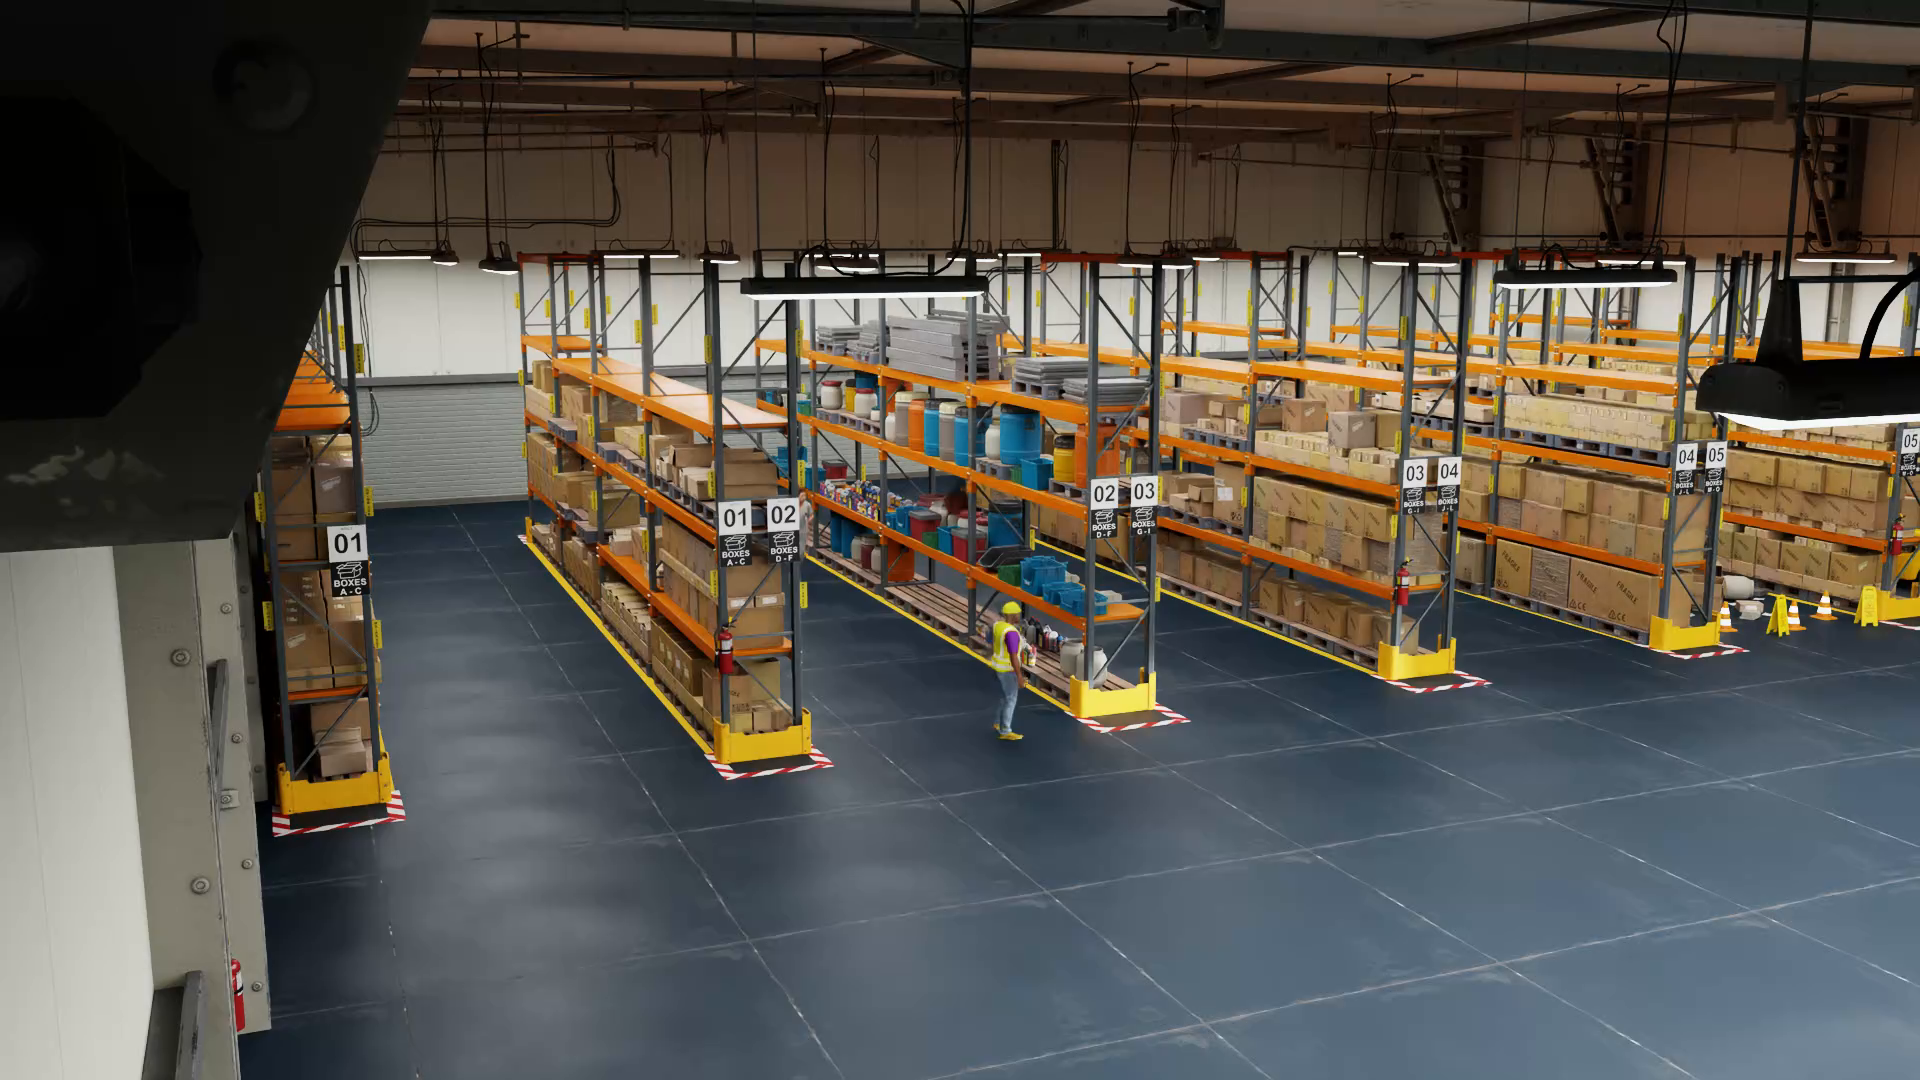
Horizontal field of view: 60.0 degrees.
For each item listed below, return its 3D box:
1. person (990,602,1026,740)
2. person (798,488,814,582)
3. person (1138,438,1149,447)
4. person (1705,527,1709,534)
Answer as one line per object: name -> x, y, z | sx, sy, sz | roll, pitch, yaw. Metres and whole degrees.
person -> 0.621, 1.675, 21.145 | 0.409, 1.802, 0.712 | -3, 11, -16
person -> -2.905, -0.120, 29.888 | 0.595, 1.681, 0.833 | -4, 11, -19
person -> 4.804, -2.524, 44.079 | 0.902, 1.692, 0.551 | -9, 14, -40
person -> 15.883, -0.997, 35.523 | 0.499, 1.766, 0.633 | 5, 11, 24
